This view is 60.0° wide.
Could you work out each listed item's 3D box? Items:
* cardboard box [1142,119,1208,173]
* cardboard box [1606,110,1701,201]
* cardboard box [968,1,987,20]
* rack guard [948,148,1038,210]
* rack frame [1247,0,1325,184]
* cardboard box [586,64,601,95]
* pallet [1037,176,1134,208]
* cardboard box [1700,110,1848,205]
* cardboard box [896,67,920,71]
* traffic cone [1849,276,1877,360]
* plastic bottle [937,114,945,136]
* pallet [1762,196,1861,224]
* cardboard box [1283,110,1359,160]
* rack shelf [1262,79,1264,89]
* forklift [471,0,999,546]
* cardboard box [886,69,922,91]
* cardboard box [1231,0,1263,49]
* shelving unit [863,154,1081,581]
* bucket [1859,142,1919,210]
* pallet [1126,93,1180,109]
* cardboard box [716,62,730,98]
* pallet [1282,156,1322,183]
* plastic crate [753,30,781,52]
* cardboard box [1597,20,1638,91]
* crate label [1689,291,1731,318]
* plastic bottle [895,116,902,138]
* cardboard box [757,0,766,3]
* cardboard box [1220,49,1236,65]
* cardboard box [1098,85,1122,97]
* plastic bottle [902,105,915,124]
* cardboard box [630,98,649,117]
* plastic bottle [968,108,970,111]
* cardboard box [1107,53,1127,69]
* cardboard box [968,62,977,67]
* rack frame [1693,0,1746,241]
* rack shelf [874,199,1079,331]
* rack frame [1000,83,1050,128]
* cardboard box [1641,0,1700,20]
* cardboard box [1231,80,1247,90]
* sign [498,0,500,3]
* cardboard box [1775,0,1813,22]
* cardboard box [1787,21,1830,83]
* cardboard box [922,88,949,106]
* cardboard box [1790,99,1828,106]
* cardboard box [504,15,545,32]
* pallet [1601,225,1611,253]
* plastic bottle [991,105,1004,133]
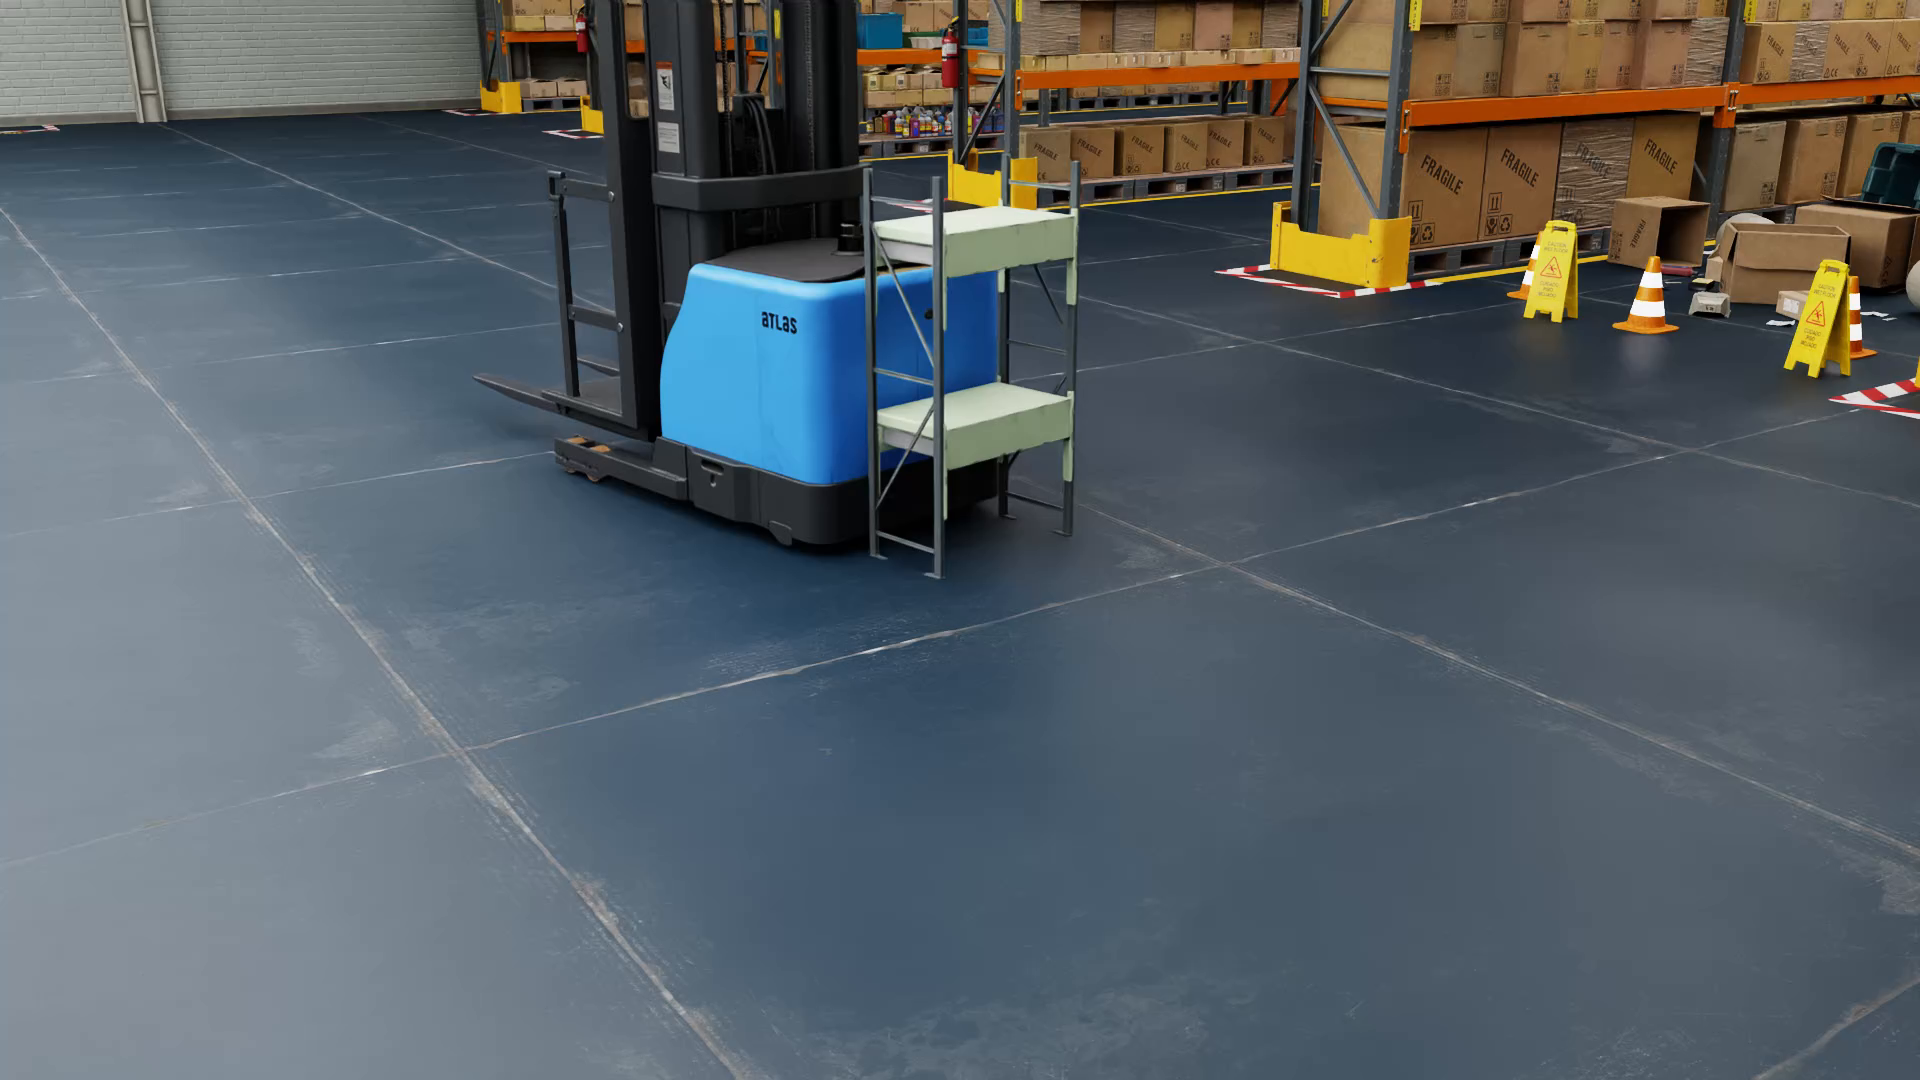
[{"bbox_3d":[2.290,-4.218,17.784,0.500,0.500,0.500,-14,23,-36],"label":"cardboard box"},{"bbox_3d":[5.675,-3.252,14.342,0.875,0.875,0.875,-12,22,-31],"label":"cardboard box"},{"bbox_3d":[0.098,-8.598,27.338,0.500,0.500,0.500,-13,23,-34],"label":"cardboard box"},{"bbox_3d":[0.318,-3.621,16.674,0.348,0.500,1.175,-12,22,-31],"label":"rack guard"},{"bbox_3d":[3.595,-5.496,18.318,0.127,3.000,1.000,-12,22,-31],"label":"rack frame"},{"bbox_3d":[-6.174,-8.104,29.250,0.500,0.500,0.700,-14,23,-35],"label":"cardboard box"},{"bbox_3d":[1.016,-3.617,17.115,1.213,0.211,1.003,-12,22,-31],"label":"pallet"},{"bbox_3d":[7.515,-3.587,15.528,0.750,0.750,1.050,-12,22,-31],"label":"cardboard box"},{"bbox_3d":[-0.820,-7.637,27.413,0.500,0.311,0.500,-12,22,-32],"label":"cardboard box"},{"bbox_3d":[5.355,-1.360,10.044,0.334,0.463,0.336,-12,22,-31],"label":"traffic cone"},{"bbox_3d":[-0.245,-5.382,21.553,0.097,0.271,0.097,0,19,0],"label":"plastic bottle"},{"bbox_3d":[7.862,-3.203,15.889,1.213,0.211,1.003,-12,22,-31],"label":"pallet"},{"bbox_3d":[4.120,-4.623,18.951,0.500,0.500,0.700,-14,23,-36],"label":"cardboard box"},{"bbox_3d":[5.266,-5.507,19.475,4.000,0.370,1.077,-12,22,-31],"label":"rack shelf"},{"bbox_3d":[-1.218,-1.752,7.350,1.130,2.935,3.031,-17,25,-41],"label":"forklift"},{"bbox_3d":[-0.947,-7.401,26.716,0.500,0.311,0.500,-12,22,-32],"label":"cardboard box"},{"bbox_3d":[2.748,-5.543,17.836,0.500,0.500,0.875,-12,22,-31],"label":"cardboard box"},{"bbox_3d":[0.052,-0.686,6.432,0.755,1.500,0.431,-18,26,-42],"label":"shelving unit"},{"bbox_3d":[7.393,-2.680,12.727,0.620,0.611,0.726,5,17,-16],"label":"bucket"},{"bbox_3d":[3.153,-7.865,29.679,1.213,0.211,1.003,-12,22,-31],"label":"pallet"},{"bbox_3d":[-3.793,-6.908,24.963,0.500,0.500,0.500,-12,22,-31],"label":"cardboard box"},{"bbox_3d":[4.245,-4.312,19.171,1.213,0.211,1.003,-12,22,-31],"label":"pallet"},{"bbox_3d":[-2.216,-6.214,20.674,0.616,0.251,0.499,-12,22,-31],"label":"plastic crate"},{"bbox_3d":[4.975,-3.988,13.623,0.550,0.550,0.875,-12,22,-31],"label":"cardboard box"},{"bbox_3d":[5.083,-1.597,11.256,0.250,0.136,0.298,9,21,25],"label":"crate label"},{"bbox_3d":[-0.784,-5.268,21.217,0.097,0.271,0.097,0,19,0],"label":"plastic bottle"},{"bbox_3d":[-3.020,-8.173,25.066,0.250,0.149,0.380,-11,22,-30],"label":"cardboard box"},{"bbox_3d":[2.693,-5.108,17.564,0.250,0.149,0.380,-12,22,-31],"label":"cardboard box"},{"bbox_3d":[2.462,-7.973,28.860,0.500,0.500,0.500,-13,23,-33],"label":"cardboard box"},{"bbox_3d":[-0.699,-5.602,22.081,0.185,0.351,0.144,-11,22,-29],"label":"plastic bottle"},{"bbox_3d":[-4.620,-6.373,24.550,0.500,0.250,0.500,-12,22,-31],"label":"cardboard box"},{"bbox_3d":[0.048,-5.705,22.384,0.185,0.351,0.144,-12,22,-31],"label":"plastic bottle"},{"bbox_3d":[1.470,-4.829,16.739,0.250,0.149,0.380,-12,22,-31],"label":"cardboard box"},{"bbox_3d":[0.185,-9.603,33.167,0.750,0.750,0.750,-12,22,-32],"label":"cardboard box"},{"bbox_3d":[6.239,-4.151,14.341,0.127,3.000,1.000,-12,22,-31],"label":"rack frame"},{"bbox_3d":[0.052,-1.056,6.307,0.720,0.370,0.431,-18,26,-42],"label":"rack shelf"},{"bbox_3d":[0.871,-6.821,22.237,0.127,3.000,1.000,-12,22,-31],"label":"rack frame"},{"bbox_3d":[5.516,-4.550,13.600,0.550,0.550,0.875,-12,22,-31],"label":"cardboard box"},{"bbox_3d":[5.301,-8.506,30.733,0.500,0.311,0.500,-12,22,-31],"label":"cardboard box"},{"bbox_3d":[-7.620,-9.031,27.423,0.005,0.325,0.100,-12,22,-31],"label":"sign"},{"bbox_3d":[7.079,-4.853,14.698,0.500,0.500,0.700,-12,22,-32],"label":"cardboard box"},{"bbox_3d":[7.247,-4.309,14.650,0.500,0.500,0.500,-12,22,-31],"label":"cardboard box"},{"bbox_3d":[-0.518,-7.229,27.082,0.500,0.250,0.500,-13,22,-33],"label":"cardboard box"},{"bbox_3d":[11.624,-6.351,23.509,0.875,0.875,0.875,-12,22,-31],"label":"cardboard box"},{"bbox_3d":[-7.336,-8.706,28.015,0.500,0.250,0.500,-13,22,-33],"label":"cardboard box"},{"bbox_3d":[5.561,-2.717,14.453,1.213,0.211,1.003,-12,22,-31],"label":"pallet"},{"bbox_3d":[0.492,-5.584,22.027,0.185,0.351,0.144,-13,22,-33],"label":"plastic bottle"}]
